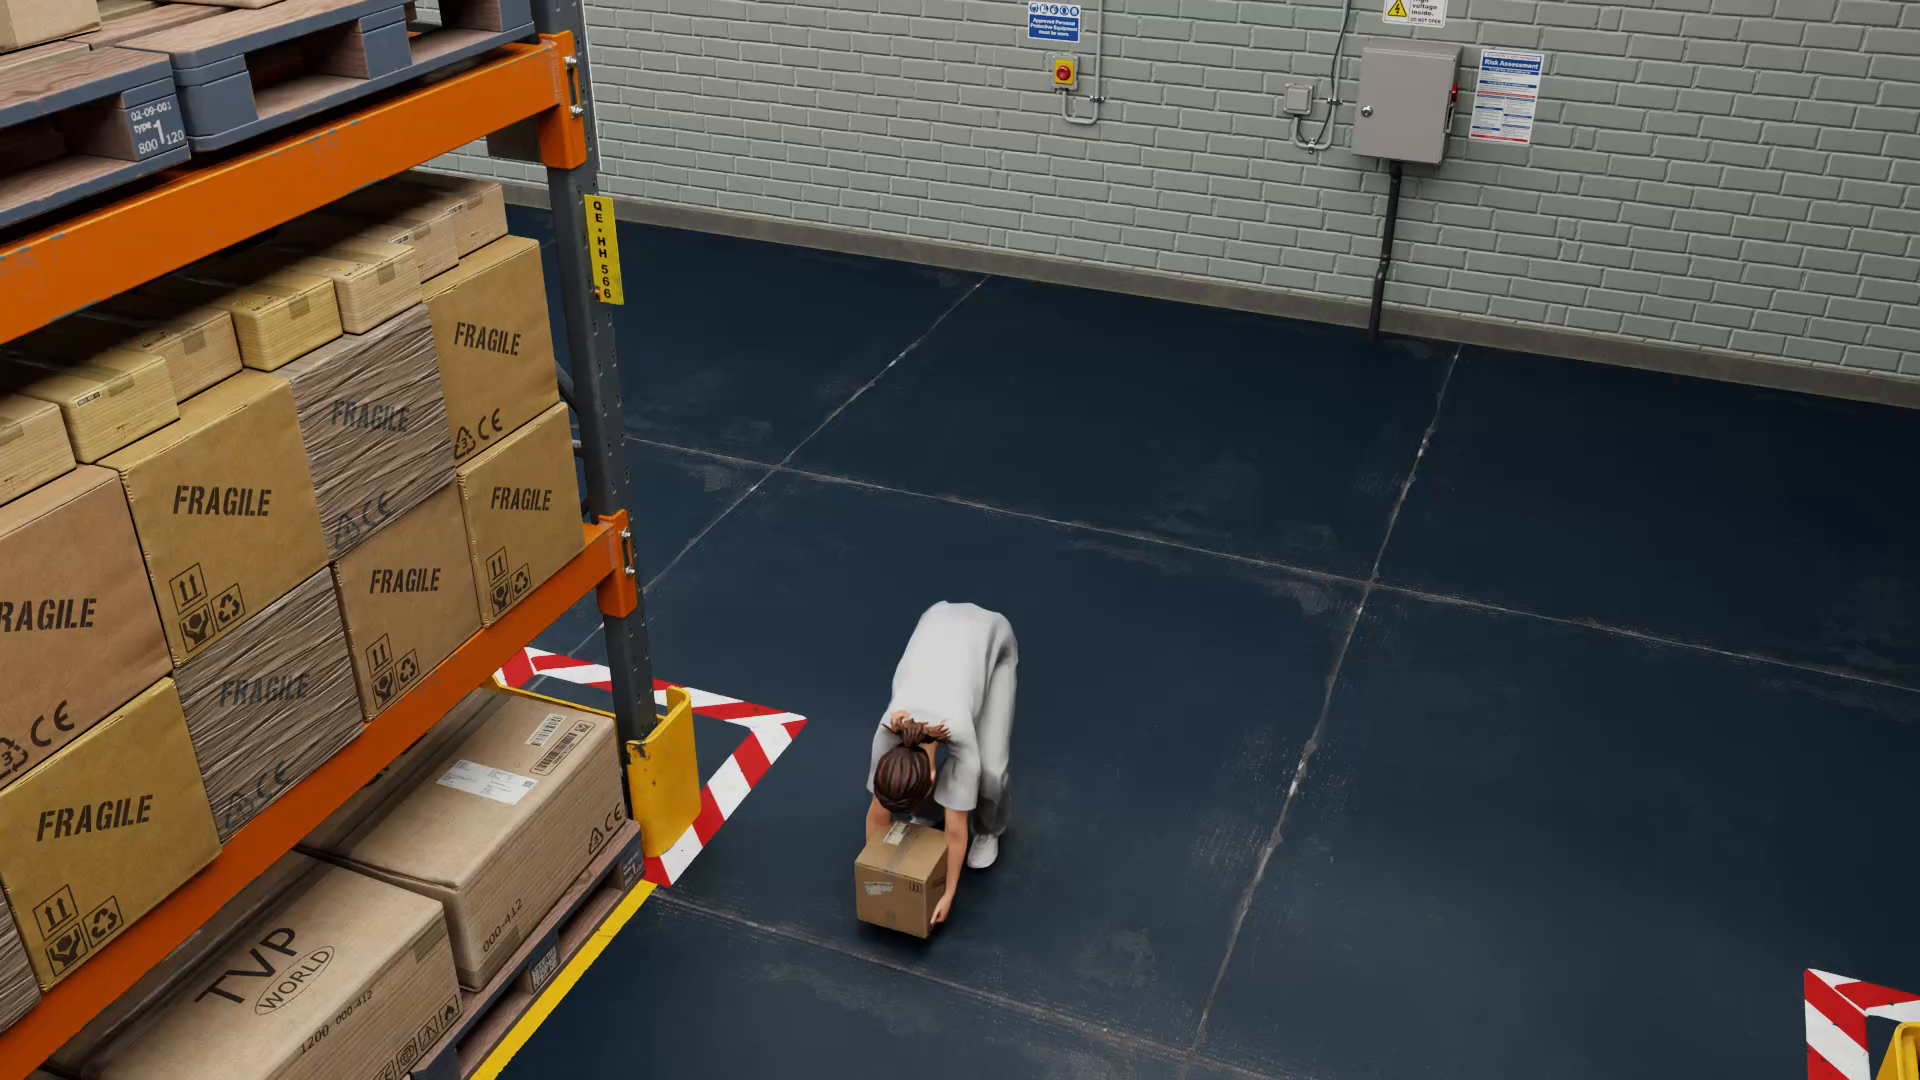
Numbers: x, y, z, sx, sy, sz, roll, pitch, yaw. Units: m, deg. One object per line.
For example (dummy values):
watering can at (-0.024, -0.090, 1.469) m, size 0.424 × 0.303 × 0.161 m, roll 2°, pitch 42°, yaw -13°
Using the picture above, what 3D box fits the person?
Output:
person at (-0.068, 0.747, 5.594) m, size 0.468 × 0.907 × 0.849 m, roll 10°, pitch 31°, yaw 17°
